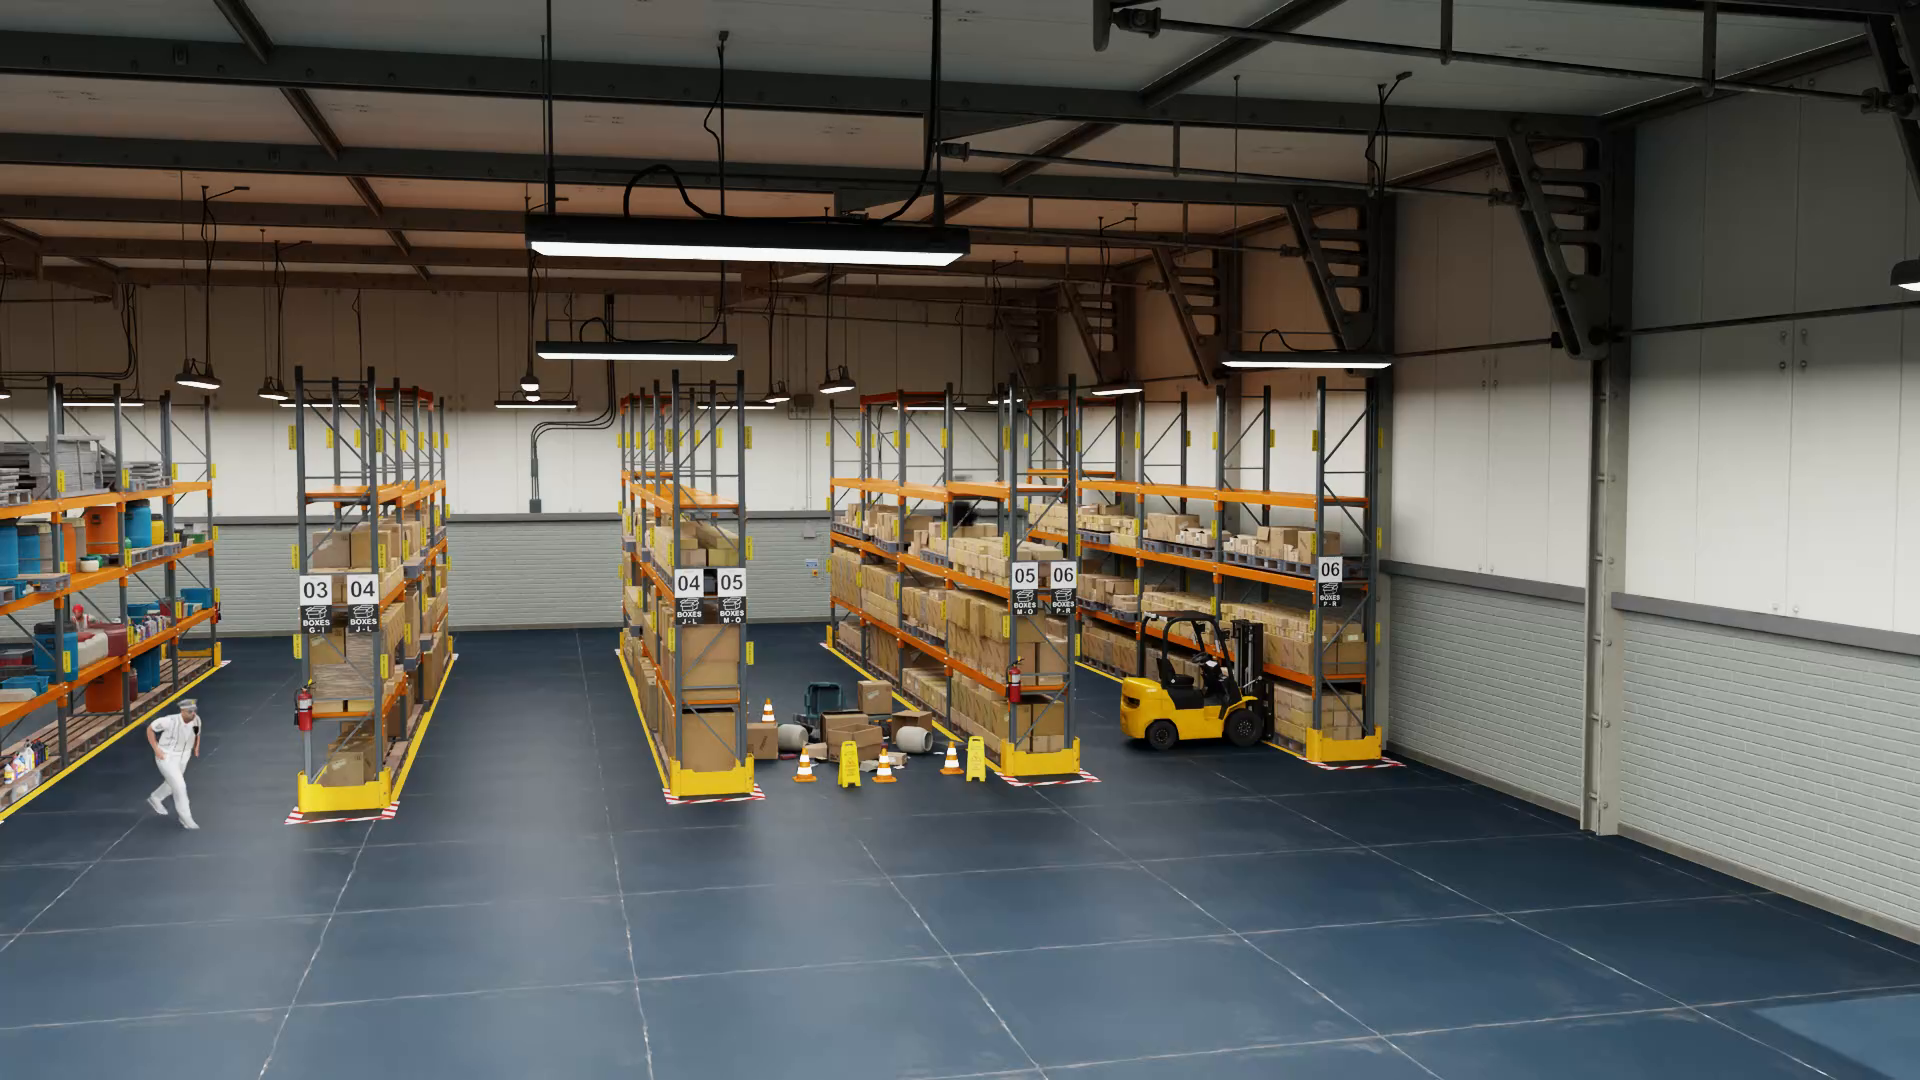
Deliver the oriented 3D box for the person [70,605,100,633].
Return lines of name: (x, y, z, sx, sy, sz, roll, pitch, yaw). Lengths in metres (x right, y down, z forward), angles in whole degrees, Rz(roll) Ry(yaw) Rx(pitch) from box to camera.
person: (-18.267, 2.120, 34.682, 0.640, 1.613, 0.899, -2, 4, -24)

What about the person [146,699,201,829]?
person: (-10.301, 2.900, 21.672, 1.021, 1.725, 0.706, 2, 4, 33)
